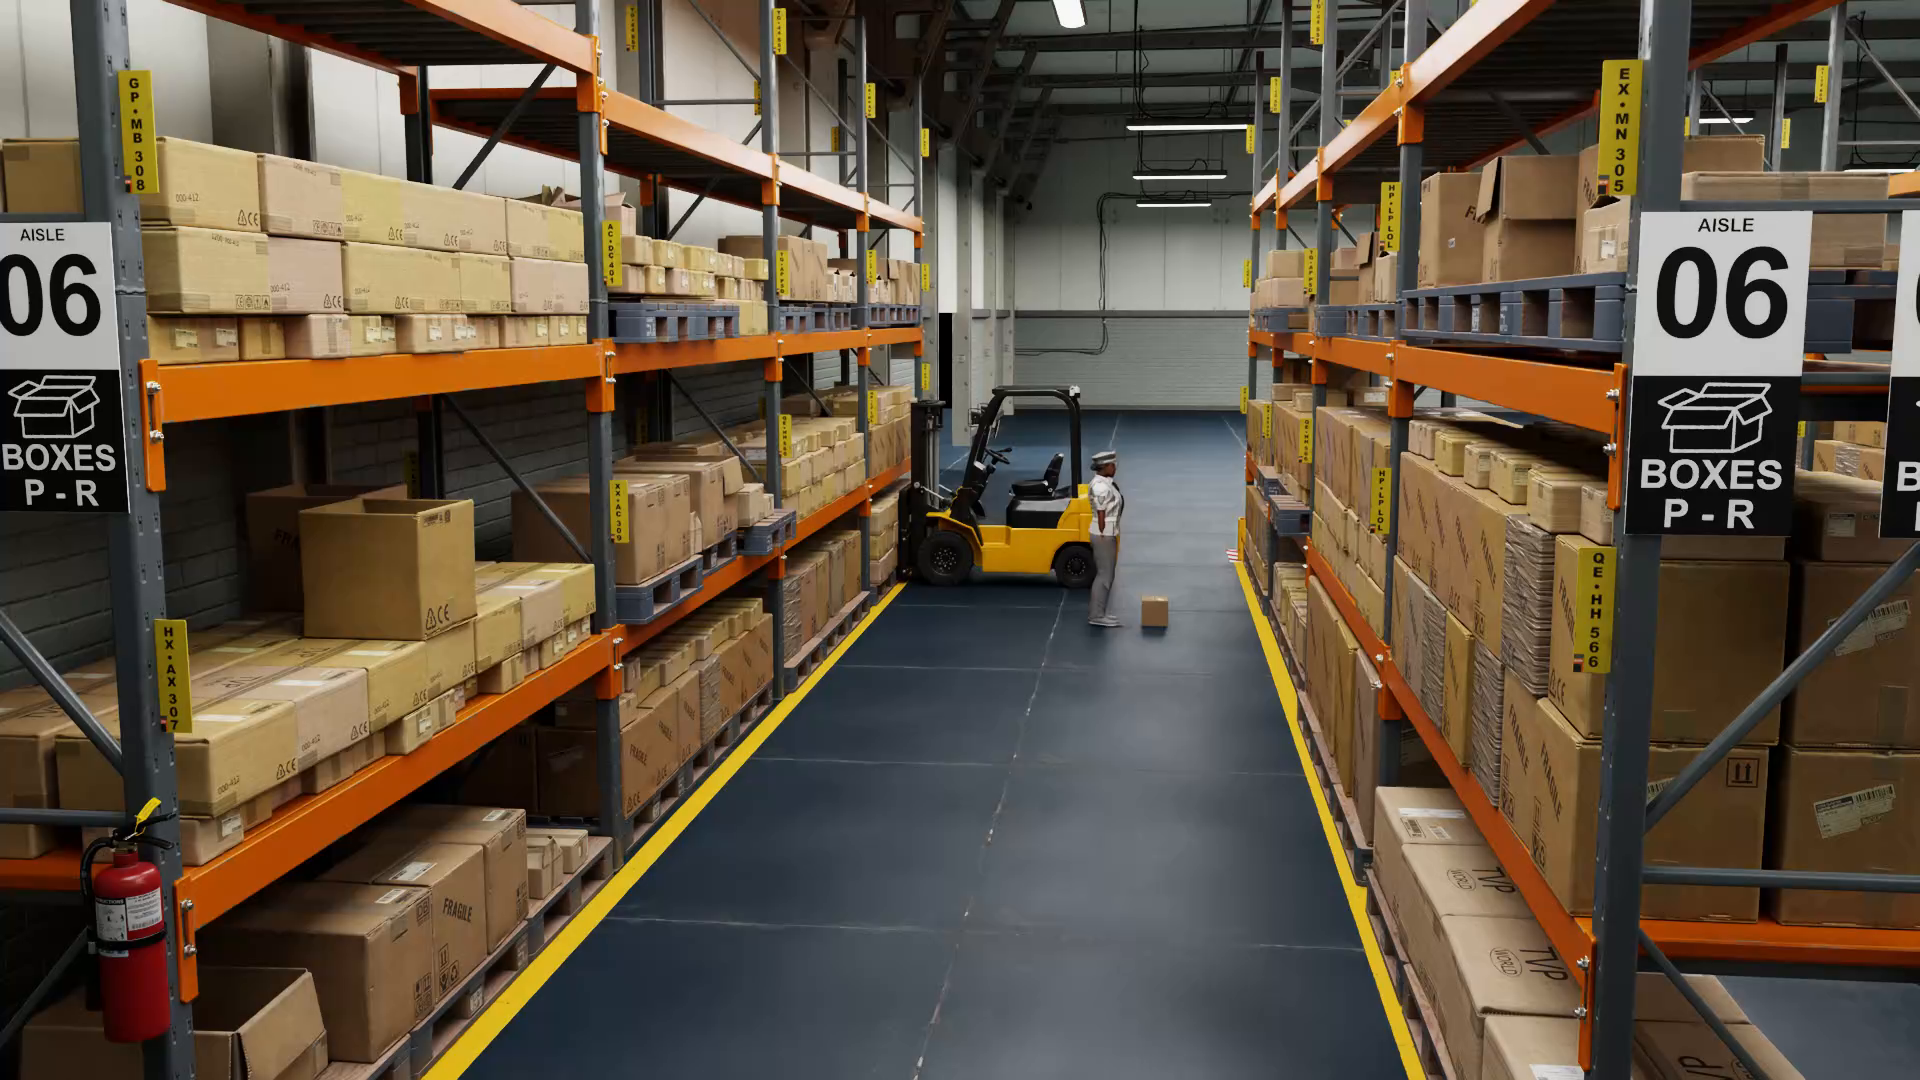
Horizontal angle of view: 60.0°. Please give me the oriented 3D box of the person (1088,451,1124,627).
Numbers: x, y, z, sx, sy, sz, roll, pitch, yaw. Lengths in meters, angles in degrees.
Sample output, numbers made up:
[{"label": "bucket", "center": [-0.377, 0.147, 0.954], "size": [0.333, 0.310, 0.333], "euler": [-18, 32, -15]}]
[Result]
[{"label": "person", "center": [1.396, -0.022, 15.950], "size": [0.341, 1.674, 0.437], "euler": [1, 8, 7]}]
